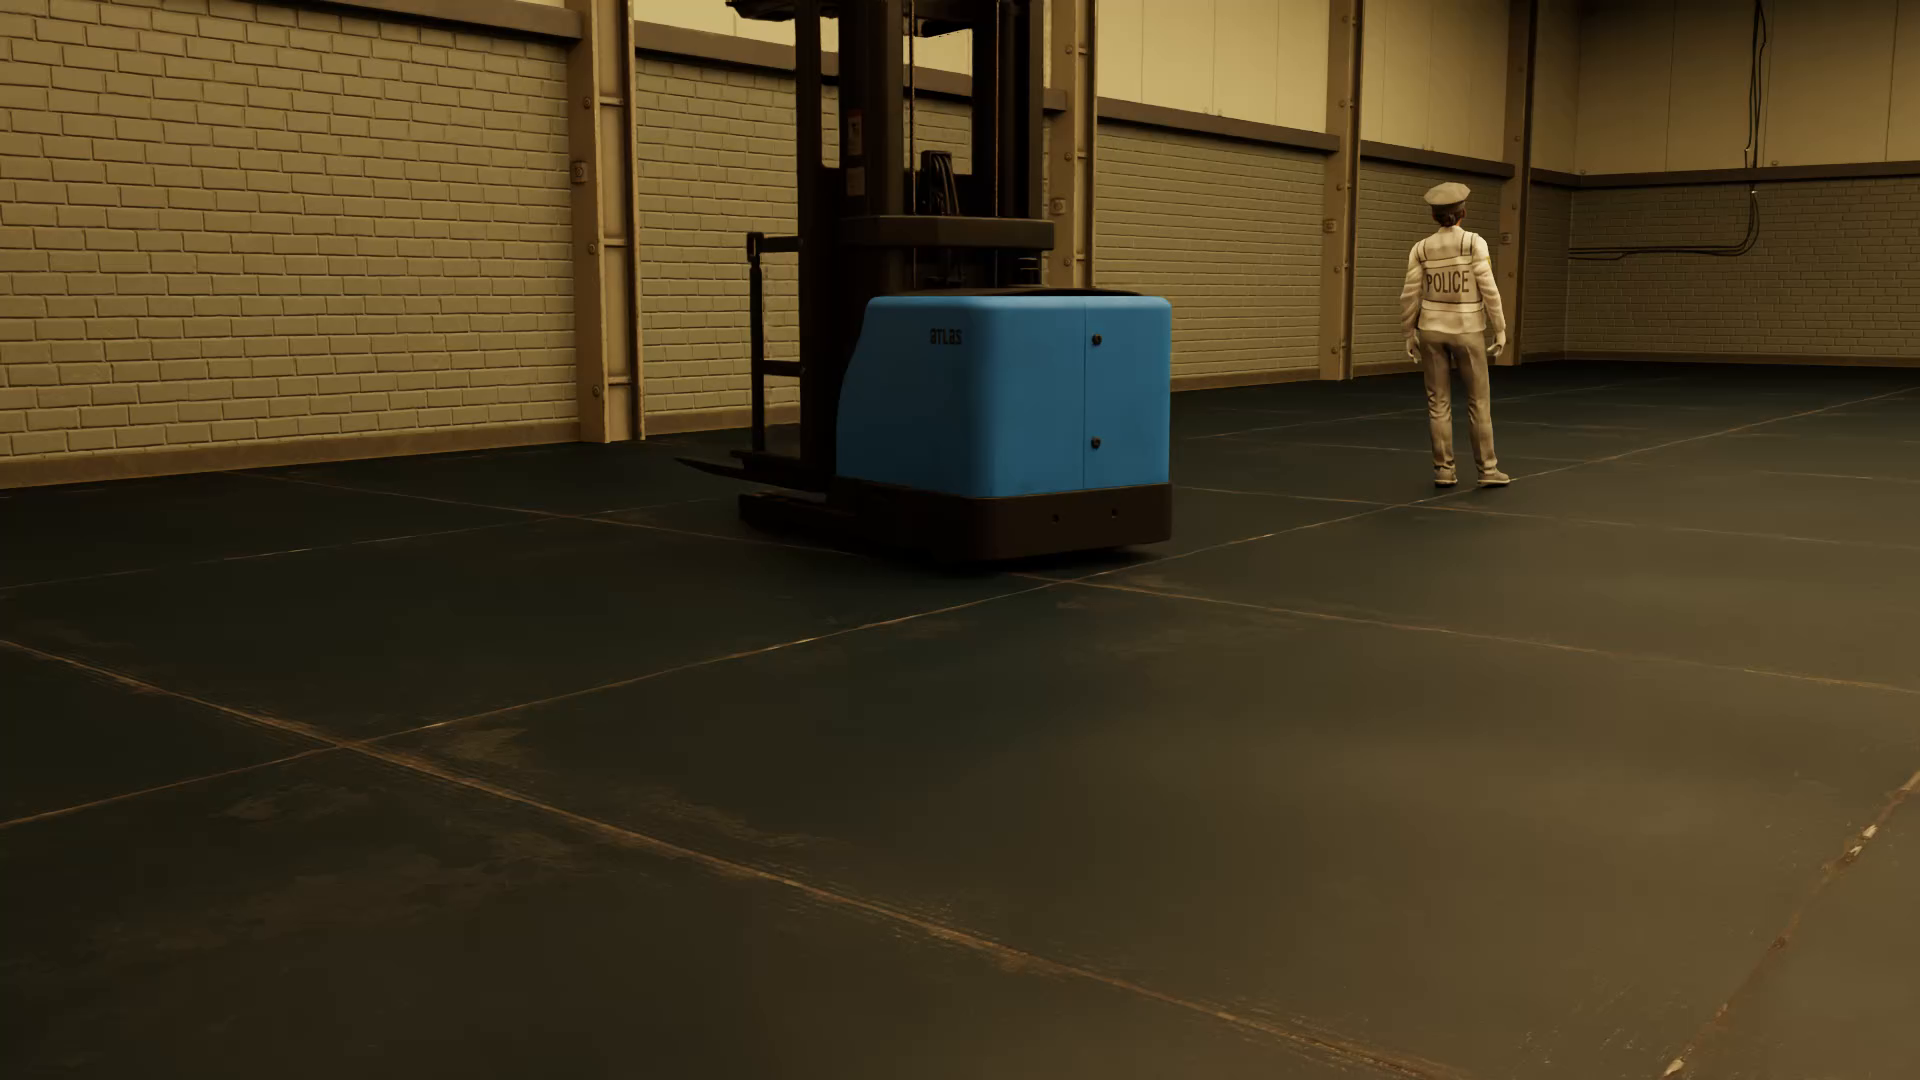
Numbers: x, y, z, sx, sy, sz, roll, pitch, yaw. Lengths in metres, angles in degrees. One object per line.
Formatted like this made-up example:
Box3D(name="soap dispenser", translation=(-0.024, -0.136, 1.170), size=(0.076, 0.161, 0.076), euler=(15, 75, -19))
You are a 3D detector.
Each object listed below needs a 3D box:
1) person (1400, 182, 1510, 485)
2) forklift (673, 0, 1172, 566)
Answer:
Box3D(name="person", translation=(2.799, -1.155, 9.394), size=(0.587, 1.694, 0.531), euler=(5, 10, 31))
Box3D(name="forklift", translation=(-0.380, -1.517, 7.651), size=(1.130, 2.935, 3.031), euler=(-6, 10, -35))
